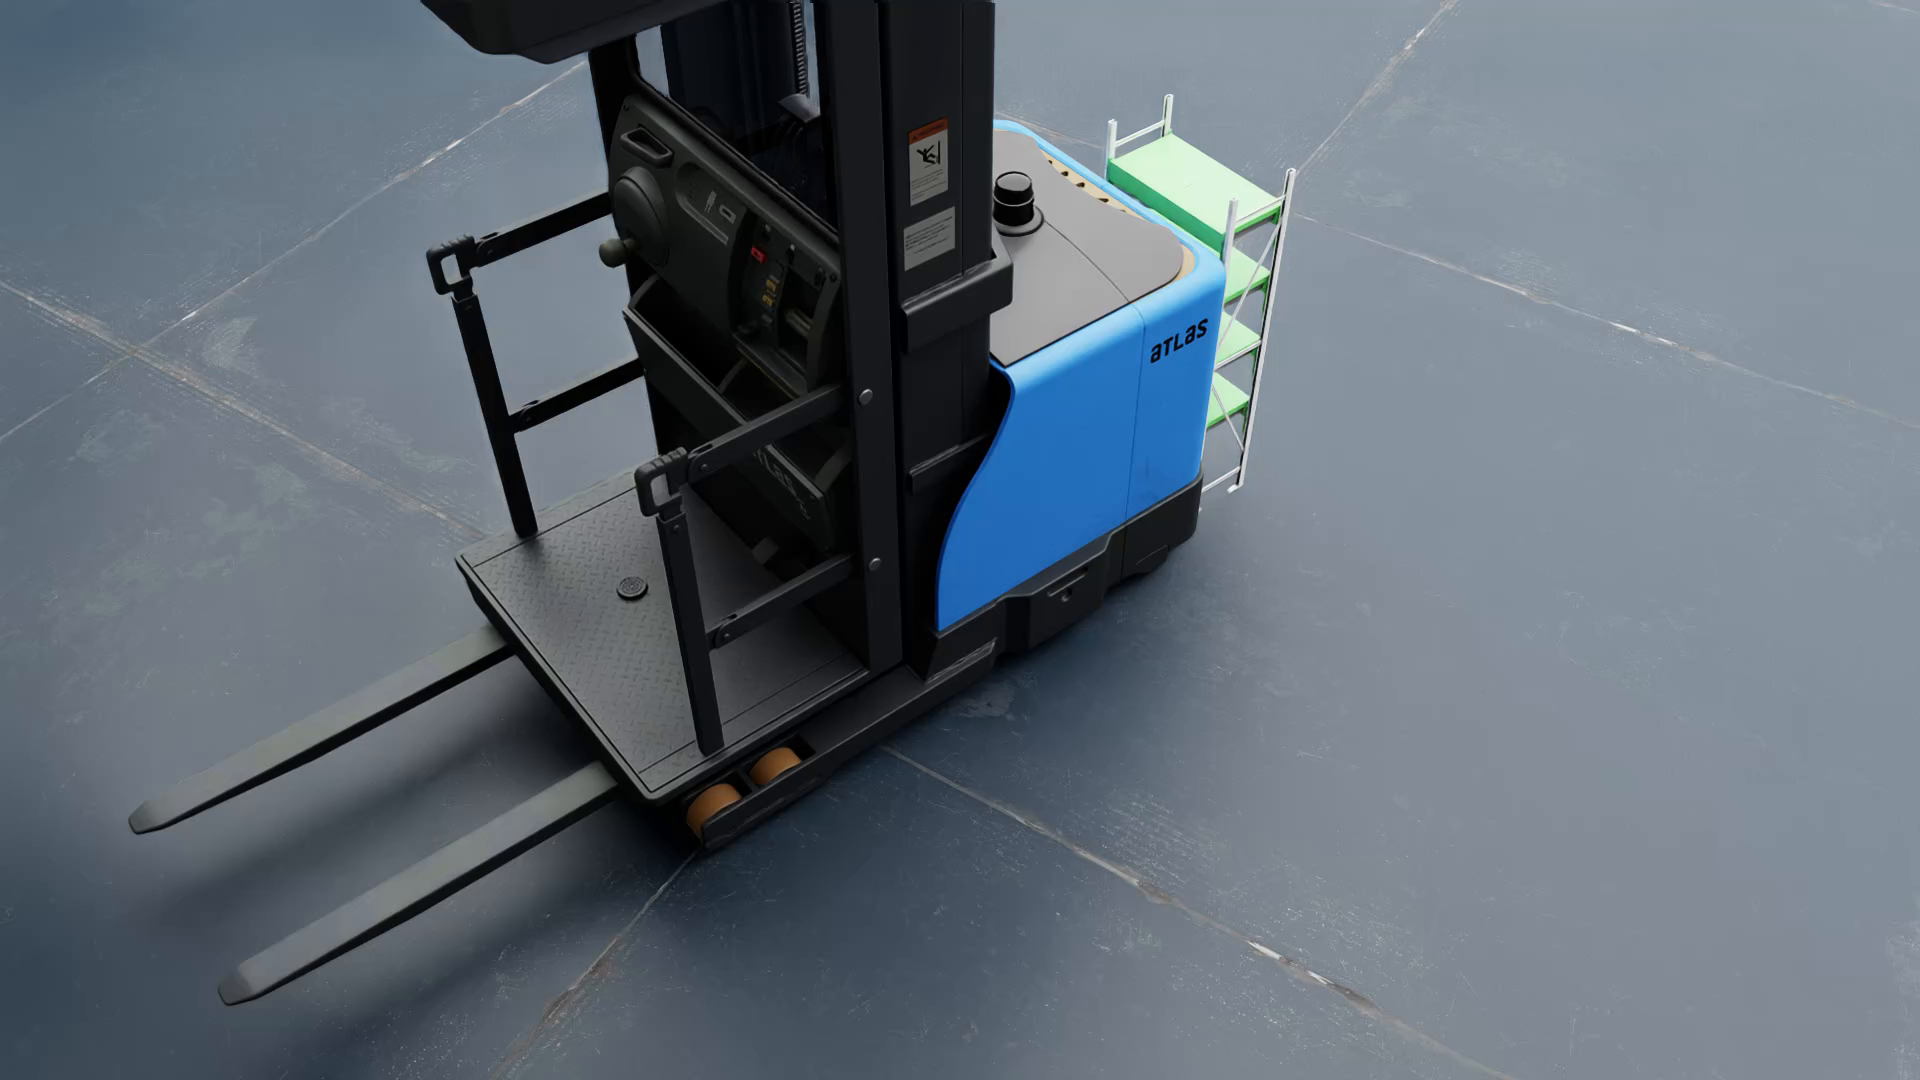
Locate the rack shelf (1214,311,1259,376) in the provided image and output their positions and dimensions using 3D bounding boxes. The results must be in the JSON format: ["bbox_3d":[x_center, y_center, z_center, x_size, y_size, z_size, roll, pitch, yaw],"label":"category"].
[{"bbox_3d":[0.672,-0.640,5.124,0.258,0.148,0.480,-29,53,-26],"label":"rack shelf"}]

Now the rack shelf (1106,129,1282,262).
[{"bbox_3d":[0.672,-0.975,4.780,0.258,0.148,0.480,-29,53,-26],"label":"rack shelf"}]

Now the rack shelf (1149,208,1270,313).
[{"bbox_3d":[0.672,-0.807,4.952,0.258,0.148,0.480,-29,53,-26],"label":"rack shelf"}]

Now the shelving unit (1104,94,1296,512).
[{"bbox_3d":[0.672,-0.685,5.079,0.258,1.200,0.503,-29,53,-26],"label":"shelving unit"}]

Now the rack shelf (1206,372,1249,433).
[{"bbox_3d":[0.672,-0.473,5.296,0.258,0.148,0.480,-29,53,-26],"label":"rack shelf"}]

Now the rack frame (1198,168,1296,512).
[{"bbox_3d":[0.823,-0.547,4.945,0.240,1.200,0.015,-29,53,-26],"label":"rack frame"}]

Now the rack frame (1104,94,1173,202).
[{"bbox_3d":[0.521,-0.822,5.212,0.240,1.200,0.015,-29,53,-26],"label":"rack frame"}]

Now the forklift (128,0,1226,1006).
[{"bbox_3d":[-0.731,-0.638,3.826,3.031,2.935,1.130,-29,53,-26],"label":"forklift"}]
